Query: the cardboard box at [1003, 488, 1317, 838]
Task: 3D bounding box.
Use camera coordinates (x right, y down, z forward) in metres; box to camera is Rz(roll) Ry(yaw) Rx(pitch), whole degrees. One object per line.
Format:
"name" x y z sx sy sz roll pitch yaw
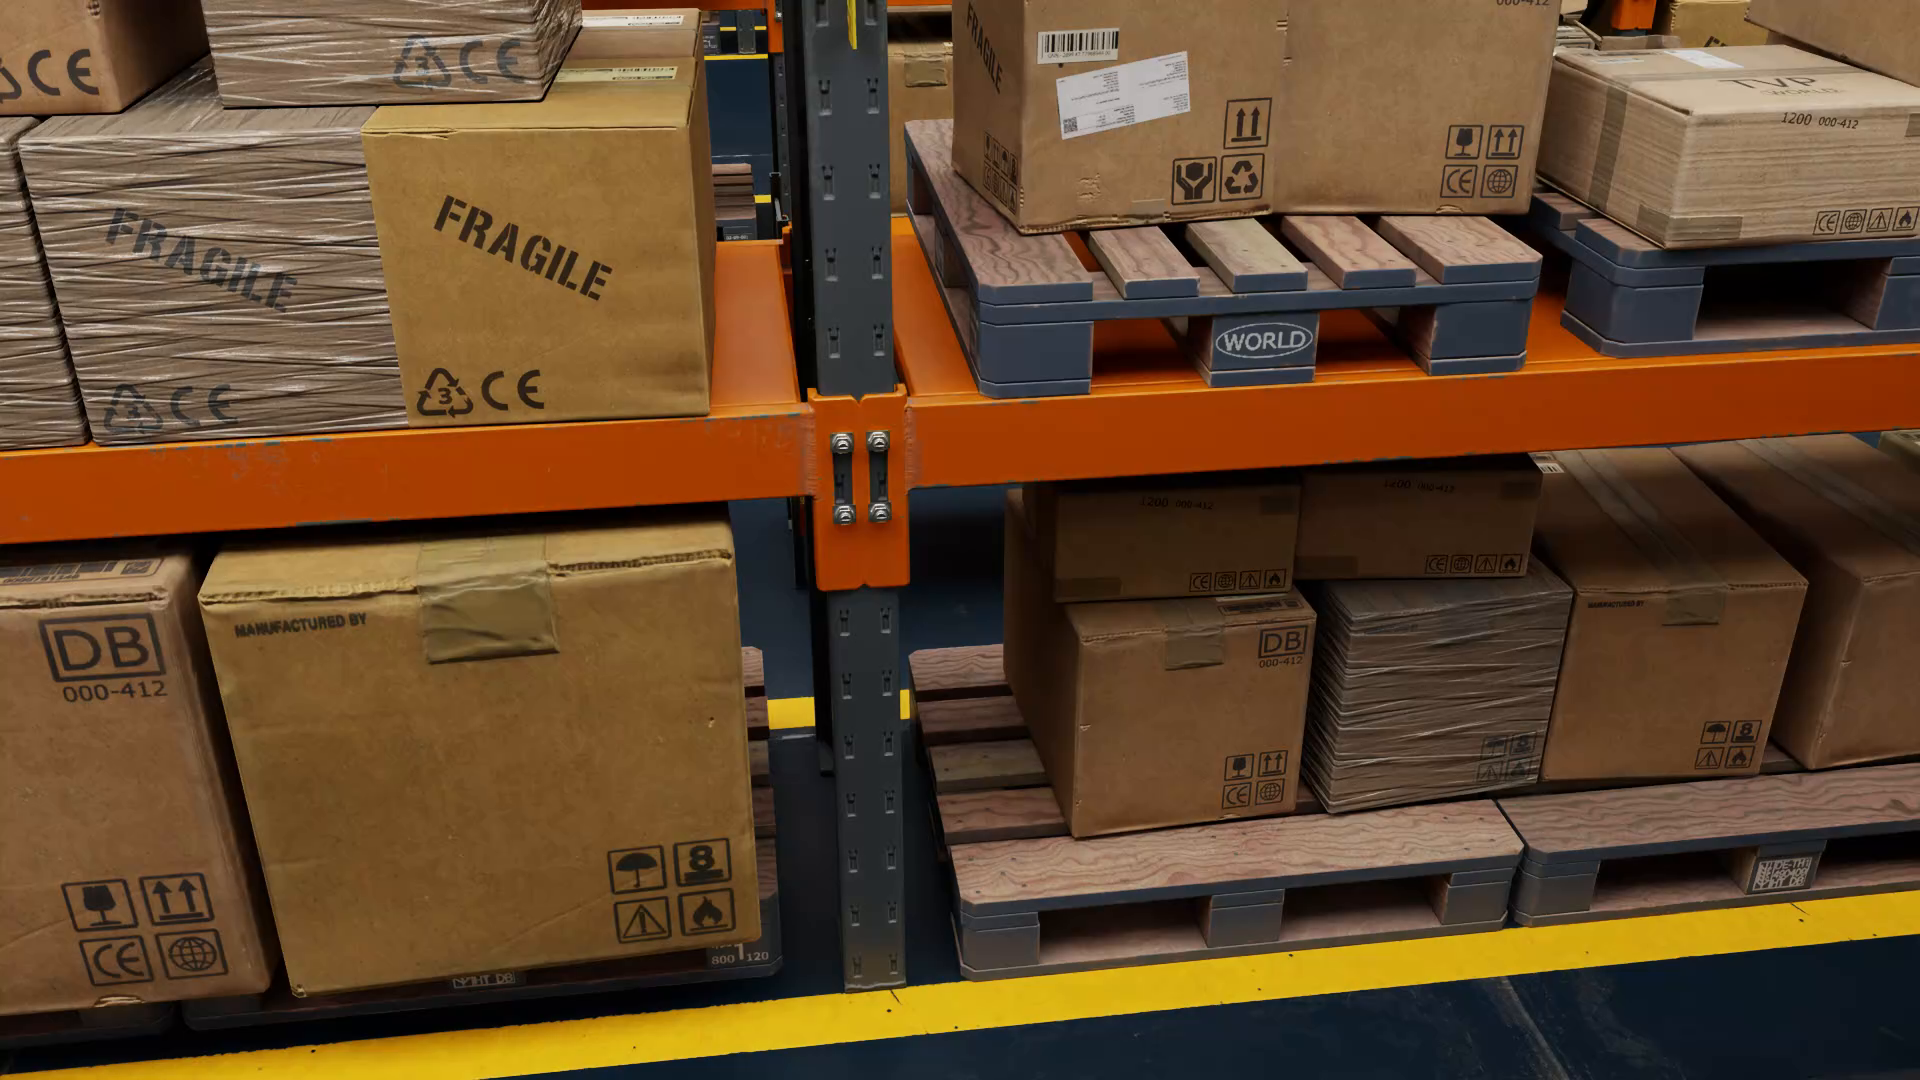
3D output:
"cardboard box" 0.417 0.236 3.761 0.500 0.500 0.700 -5 28 -10

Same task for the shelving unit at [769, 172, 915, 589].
"shelving unit" -0.007 -0.500 4.992 1.048 1.125 0.538 -4 27 -7

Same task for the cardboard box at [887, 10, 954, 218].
"cardboard box" -0.219 -2.061 7.986 0.750 0.750 1.050 -4 27 -8

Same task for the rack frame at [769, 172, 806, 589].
"rack frame" -0.510 -0.468 4.929 0.032 1.125 0.500 -4 27 -7

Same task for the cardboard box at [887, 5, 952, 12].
"cardboard box" -0.333 -4.208 12.585 0.625 0.372 0.950 -4 27 -8

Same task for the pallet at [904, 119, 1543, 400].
"pallet" 0.448 -0.637 3.416 1.003 0.211 1.213 -4 27 -7

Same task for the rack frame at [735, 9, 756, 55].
"rack frame" -1.624 -5.109 11.921 0.127 3.000 1.000 -4 27 -7

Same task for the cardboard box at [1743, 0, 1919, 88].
"cardboard box" 2.014 -0.964 3.270 0.637 0.503 0.797 -1 27 -2

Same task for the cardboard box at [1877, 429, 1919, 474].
"cardboard box" 2.632 0.084 4.056 0.500 0.500 0.700 -4 27 -7

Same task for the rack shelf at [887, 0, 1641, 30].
"rack shelf" 1.146 -2.685 7.984 4.000 0.370 1.077 -4 27 -7

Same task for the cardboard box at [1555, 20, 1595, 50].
"cardboard box" 2.525 -2.238 8.329 0.750 0.750 1.050 -4 27 -7

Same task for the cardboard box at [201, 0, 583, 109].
"cardboard box" -0.969 -1.080 2.861 0.637 0.503 0.797 -3 27 -5

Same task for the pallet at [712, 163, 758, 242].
"pallet" -1.608 -1.588 8.113 1.213 0.211 1.003 -4 27 -7

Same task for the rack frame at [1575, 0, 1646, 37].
"rack frame" 3.127 -3.132 8.068 0.127 3.000 1.000 -4 27 -7

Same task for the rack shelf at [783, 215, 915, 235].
"rack shelf" -0.007 -0.760 4.859 1.000 0.278 0.538 -4 27 -7

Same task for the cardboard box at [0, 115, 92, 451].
"cardboard box" -1.706 -0.466 2.764 0.500 0.500 0.500 -5 28 -9

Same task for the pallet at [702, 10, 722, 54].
"pallet" -2.415 -3.852 12.526 1.213 0.211 1.003 -4 27 -7

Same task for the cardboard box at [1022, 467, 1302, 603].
"cardboard box" 0.416 -0.102 3.598 0.500 0.250 0.500 -3 27 -5

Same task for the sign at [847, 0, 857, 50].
"sign" -0.163 -0.893 2.437 0.005 0.325 0.100 -4 27 -7

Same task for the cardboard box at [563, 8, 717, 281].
"cardboard box" -0.762 -0.765 3.346 0.500 0.500 0.500 -3 27 -6

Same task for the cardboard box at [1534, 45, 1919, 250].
"cardboard box" 1.449 -0.752 3.133 0.500 0.250 0.500 -4 27 -9

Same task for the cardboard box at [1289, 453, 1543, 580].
"cardboard box" 0.940 -0.141 3.673 0.500 0.250 0.500 -1 27 -1

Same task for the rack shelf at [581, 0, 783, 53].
"rack shelf" -2.815 -2.430 7.488 4.000 0.370 1.077 -4 27 -7

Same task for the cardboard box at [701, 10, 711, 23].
"cardboard box" -2.319 -4.344 12.298 0.875 0.875 0.875 -4 27 -8

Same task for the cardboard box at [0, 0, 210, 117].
"cardboard box" -1.615 -1.040 2.783 0.637 0.503 0.797 -3 27 -6

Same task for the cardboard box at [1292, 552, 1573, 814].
"cardboard box" 0.965 0.195 3.841 0.500 0.500 0.700 -6 28 -11

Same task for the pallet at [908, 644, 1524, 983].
"pallet" 0.531 0.563 3.922 1.213 0.211 1.003 -4 27 -7

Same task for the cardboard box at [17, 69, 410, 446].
"cardboard box" -1.192 -0.501 2.831 0.500 0.500 0.500 -4 27 -8

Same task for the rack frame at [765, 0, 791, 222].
"rack frame" -0.834 -2.877 7.572 0.127 3.000 1.000 -4 27 -7

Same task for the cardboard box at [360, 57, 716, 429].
"cardboard box" -0.697 -0.530 2.887 0.500 0.500 0.500 -3 27 -6

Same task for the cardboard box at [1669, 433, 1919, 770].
"cardboard box" 2.078 0.120 3.986 0.500 0.500 0.700 -6 28 -12

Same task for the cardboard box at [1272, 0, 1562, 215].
"cardboard box" 0.825 -0.993 3.330 0.500 0.500 0.700 0 27 1

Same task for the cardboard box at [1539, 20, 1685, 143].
"cardboard box" 1.370 -0.984 3.569 0.258 0.266 0.396 -4 27 -9

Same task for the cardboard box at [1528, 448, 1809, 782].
"cardboard box" 1.525 0.156 3.917 0.500 0.500 0.700 -1 27 -3

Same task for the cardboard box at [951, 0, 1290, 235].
"cardboard box" 0.286 -0.913 3.173 0.500 0.500 0.500 -7 28 -13

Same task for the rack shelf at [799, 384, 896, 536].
"rack shelf" -0.007 -0.282 5.104 1.000 0.278 0.538 -4 27 -7

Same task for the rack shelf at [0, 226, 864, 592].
"rack shelf" -2.224 -0.181 3.106 4.000 0.370 1.077 -4 27 -7

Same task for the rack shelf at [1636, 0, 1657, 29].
"rack shelf" 5.107 -2.939 8.480 4.000 0.370 1.077 -4 27 -7

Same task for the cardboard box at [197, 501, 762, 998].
"cardboard box" -0.929 0.164 3.512 0.875 0.875 1.225 -5 28 -10

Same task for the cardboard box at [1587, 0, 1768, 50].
"cardboard box" 3.759 -2.382 8.473 0.875 0.875 0.875 -3 27 -6

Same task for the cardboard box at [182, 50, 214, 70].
"cardboard box" -1.273 -0.732 3.280 0.500 0.500 0.500 -4 27 -9

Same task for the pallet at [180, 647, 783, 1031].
"pallet" -1.034 0.628 3.795 1.213 0.211 1.003 -4 27 -7

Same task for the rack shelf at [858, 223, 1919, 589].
"rack shelf" 1.737 -0.436 3.602 4.000 0.370 1.077 -4 27 -7

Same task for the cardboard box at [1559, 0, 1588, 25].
"cardboard box" 3.987 -3.248 10.880 0.503 0.637 0.797 -4 27 -7

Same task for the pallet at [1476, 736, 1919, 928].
"pallet" 1.736 0.487 4.070 1.213 0.211 1.003 -4 27 -7

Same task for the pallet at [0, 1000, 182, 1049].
"pallet" -2.240 0.704 3.647 1.213 0.211 1.003 -4 27 -7

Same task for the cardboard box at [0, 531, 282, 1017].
"cardboard box" -1.813 0.217 3.408 0.875 0.875 1.225 -4 27 -7

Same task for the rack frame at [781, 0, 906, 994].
"rack frame" -0.243 -0.629 3.190 0.127 3.000 1.000 -4 27 -7

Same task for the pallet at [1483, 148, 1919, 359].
"pallet" 1.711 -0.688 3.515 1.213 0.211 1.003 -4 27 -7
